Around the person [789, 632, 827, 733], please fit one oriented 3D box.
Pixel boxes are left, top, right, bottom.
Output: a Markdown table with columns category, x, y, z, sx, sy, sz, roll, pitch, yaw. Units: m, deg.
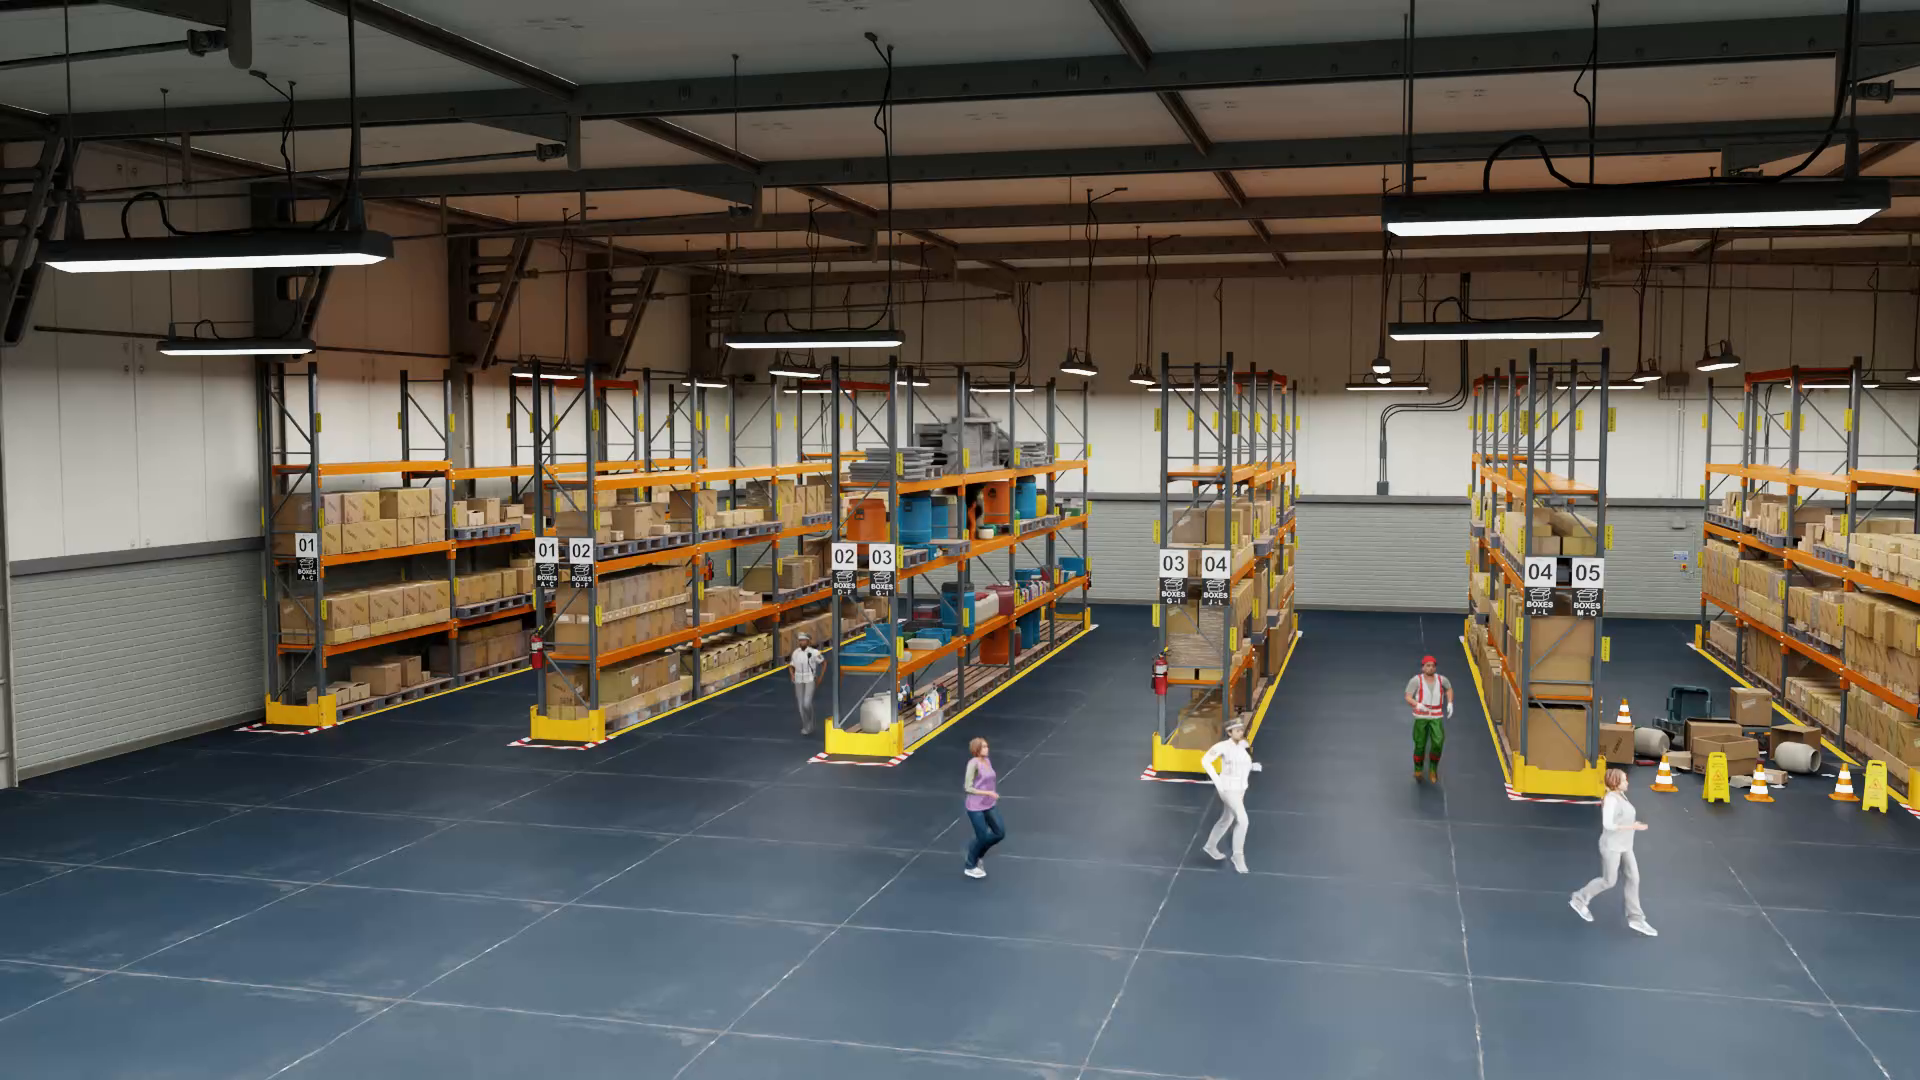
| category | x | y | z | sx | sy | sz | roll | pitch | yaw |
| --- | --- | --- | --- | --- | --- | --- | --- | --- | --- |
| person | -2.480 | 2.295 | 26.680 | 0.590 | 1.660 | 0.573 | 1 | 4 | 15 |

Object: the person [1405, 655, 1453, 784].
| category | x | y | z | sx | sy | sz | roll | pitch | yaw |
| --- | --- | --- | --- | --- | --- | --- | --- | --- | --- |
| person | 6.529 | 2.499 | 23.093 | 0.690 | 1.805 | 0.697 | 0 | 4 | 5 |

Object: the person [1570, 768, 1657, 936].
| category | x | y | z | sx | sy | sz | roll | pitch | yaw |
| --- | --- | --- | --- | --- | --- | --- | --- | --- | --- |
| person | 6.429 | 3.035 | 16.317 | 0.833 | 1.581 | 0.539 | 4 | 5 | 43 |

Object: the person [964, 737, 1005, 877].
| category | x | y | z | sx | sy | sz | roll | pitch | yaw |
| --- | --- | --- | --- | --- | --- | --- | --- | --- | --- |
| person | 0.278 | 2.934 | 18.220 | 0.548 | 1.558 | 0.518 | 3 | 5 | 36 |

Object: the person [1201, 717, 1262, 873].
| category | x | y | z | sx | sy | sz | roll | pitch | yaw |
| --- | --- | --- | --- | --- | --- | --- | --- | --- | --- |
| person | 3.080 | 2.853 | 18.756 | 0.575 | 1.761 | 0.736 | -4 | 5 | -43 |
